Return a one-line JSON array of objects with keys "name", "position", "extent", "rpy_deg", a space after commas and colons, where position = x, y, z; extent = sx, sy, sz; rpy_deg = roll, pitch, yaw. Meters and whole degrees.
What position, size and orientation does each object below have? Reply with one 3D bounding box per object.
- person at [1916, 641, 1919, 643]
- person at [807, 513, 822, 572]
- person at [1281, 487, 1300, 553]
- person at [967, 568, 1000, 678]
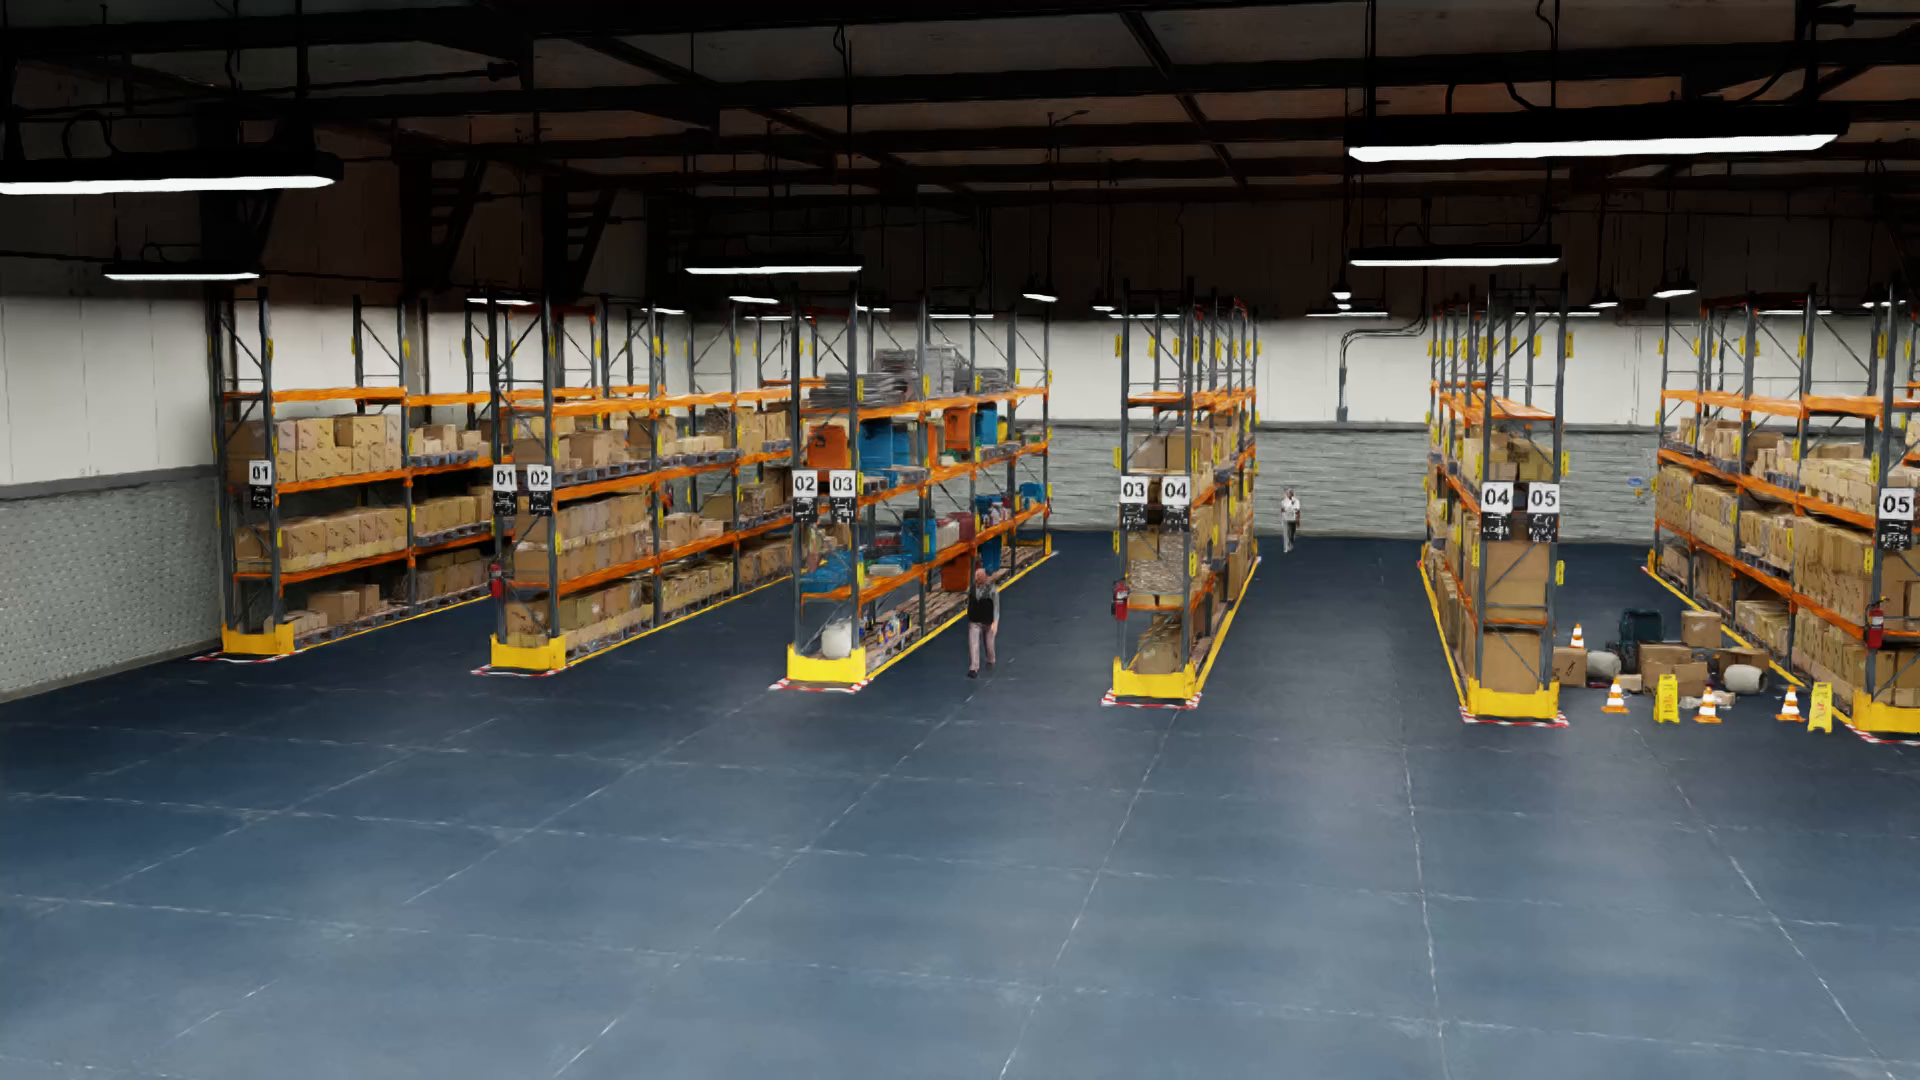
[{"name": "person", "position": [14.961, 1.161, 25.690], "extent": [0.447, 1.771, 0.632], "rpy_deg": [-2, 7, -18]}, {"name": "person", "position": [-2.915, 0.270, 33.848], "extent": [0.454, 1.679, 0.538], "rpy_deg": [-1, 7, -11]}, {"name": "person", "position": [8.122, -0.504, 40.865], "extent": [0.463, 1.625, 0.989], "rpy_deg": [1, 7, 12]}, {"name": "person", "position": [0.357, 1.251, 25.509], "extent": [0.553, 1.669, 1.030], "rpy_deg": [1, 7, 12]}]
